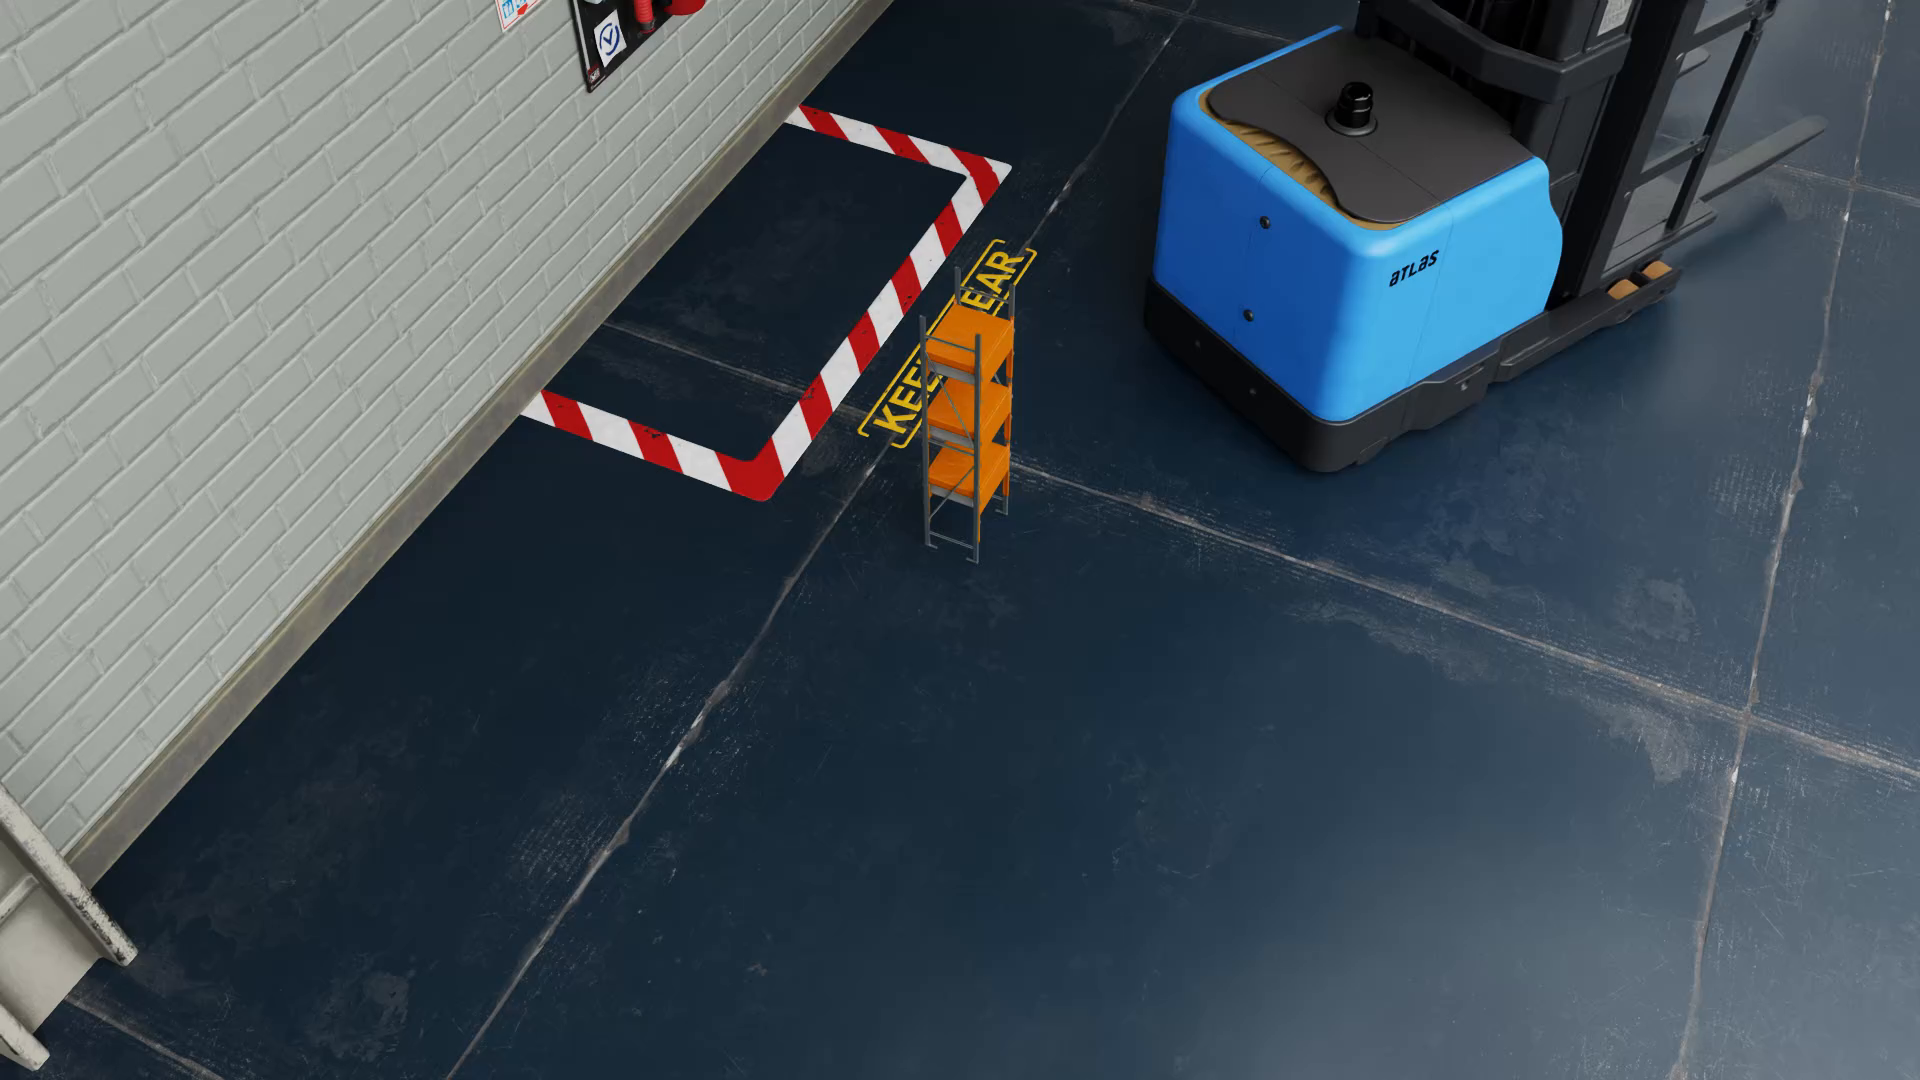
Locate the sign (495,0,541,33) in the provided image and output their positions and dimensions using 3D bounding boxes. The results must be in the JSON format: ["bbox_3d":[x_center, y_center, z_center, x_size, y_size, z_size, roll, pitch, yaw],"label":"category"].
[{"bbox_3d":[-1.424,-1.819,5.305,0.001,0.329,0.234,20,52,16],"label":"sign"}]

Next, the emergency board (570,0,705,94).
[{"bbox_3d":[-1.094,-2.155,5.614,0.194,1.169,0.643,20,52,16],"label":"emergency board"}]

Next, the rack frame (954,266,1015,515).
[{"bbox_3d":[0.075,-0.461,5.453,0.200,1.050,0.008,20,52,16],"label":"rack frame"}]

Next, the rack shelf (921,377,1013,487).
[{"bbox_3d":[0.023,-0.370,5.390,0.215,0.259,0.240,20,52,16],"label":"rack shelf"}]

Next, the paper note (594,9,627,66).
[{"bbox_3d":[-1.232,-1.770,5.865,0.016,0.148,0.142,20,52,16],"label":"paper note"}]

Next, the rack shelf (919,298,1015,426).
[{"bbox_3d":[0.023,-0.554,5.173,0.215,0.259,0.240,20,52,16],"label":"rack shelf"}]

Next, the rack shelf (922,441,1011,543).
[{"bbox_3d":[0.023,-0.190,5.601,0.215,0.259,0.240,20,52,16],"label":"rack shelf"}]

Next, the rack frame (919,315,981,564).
[{"bbox_3d":[-0.029,-0.293,5.310,0.200,1.050,0.008,20,52,16],"label":"rack frame"}]

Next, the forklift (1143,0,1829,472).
[{"bbox_3d":[2.201,-2.097,5.610,3.031,2.935,1.130,-28,55,-22],"label":"forklift"}]

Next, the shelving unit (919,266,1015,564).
[{"bbox_3d":[0.023,-0.377,5.382,0.215,1.050,0.252,20,52,16],"label":"shelving unit"}]
